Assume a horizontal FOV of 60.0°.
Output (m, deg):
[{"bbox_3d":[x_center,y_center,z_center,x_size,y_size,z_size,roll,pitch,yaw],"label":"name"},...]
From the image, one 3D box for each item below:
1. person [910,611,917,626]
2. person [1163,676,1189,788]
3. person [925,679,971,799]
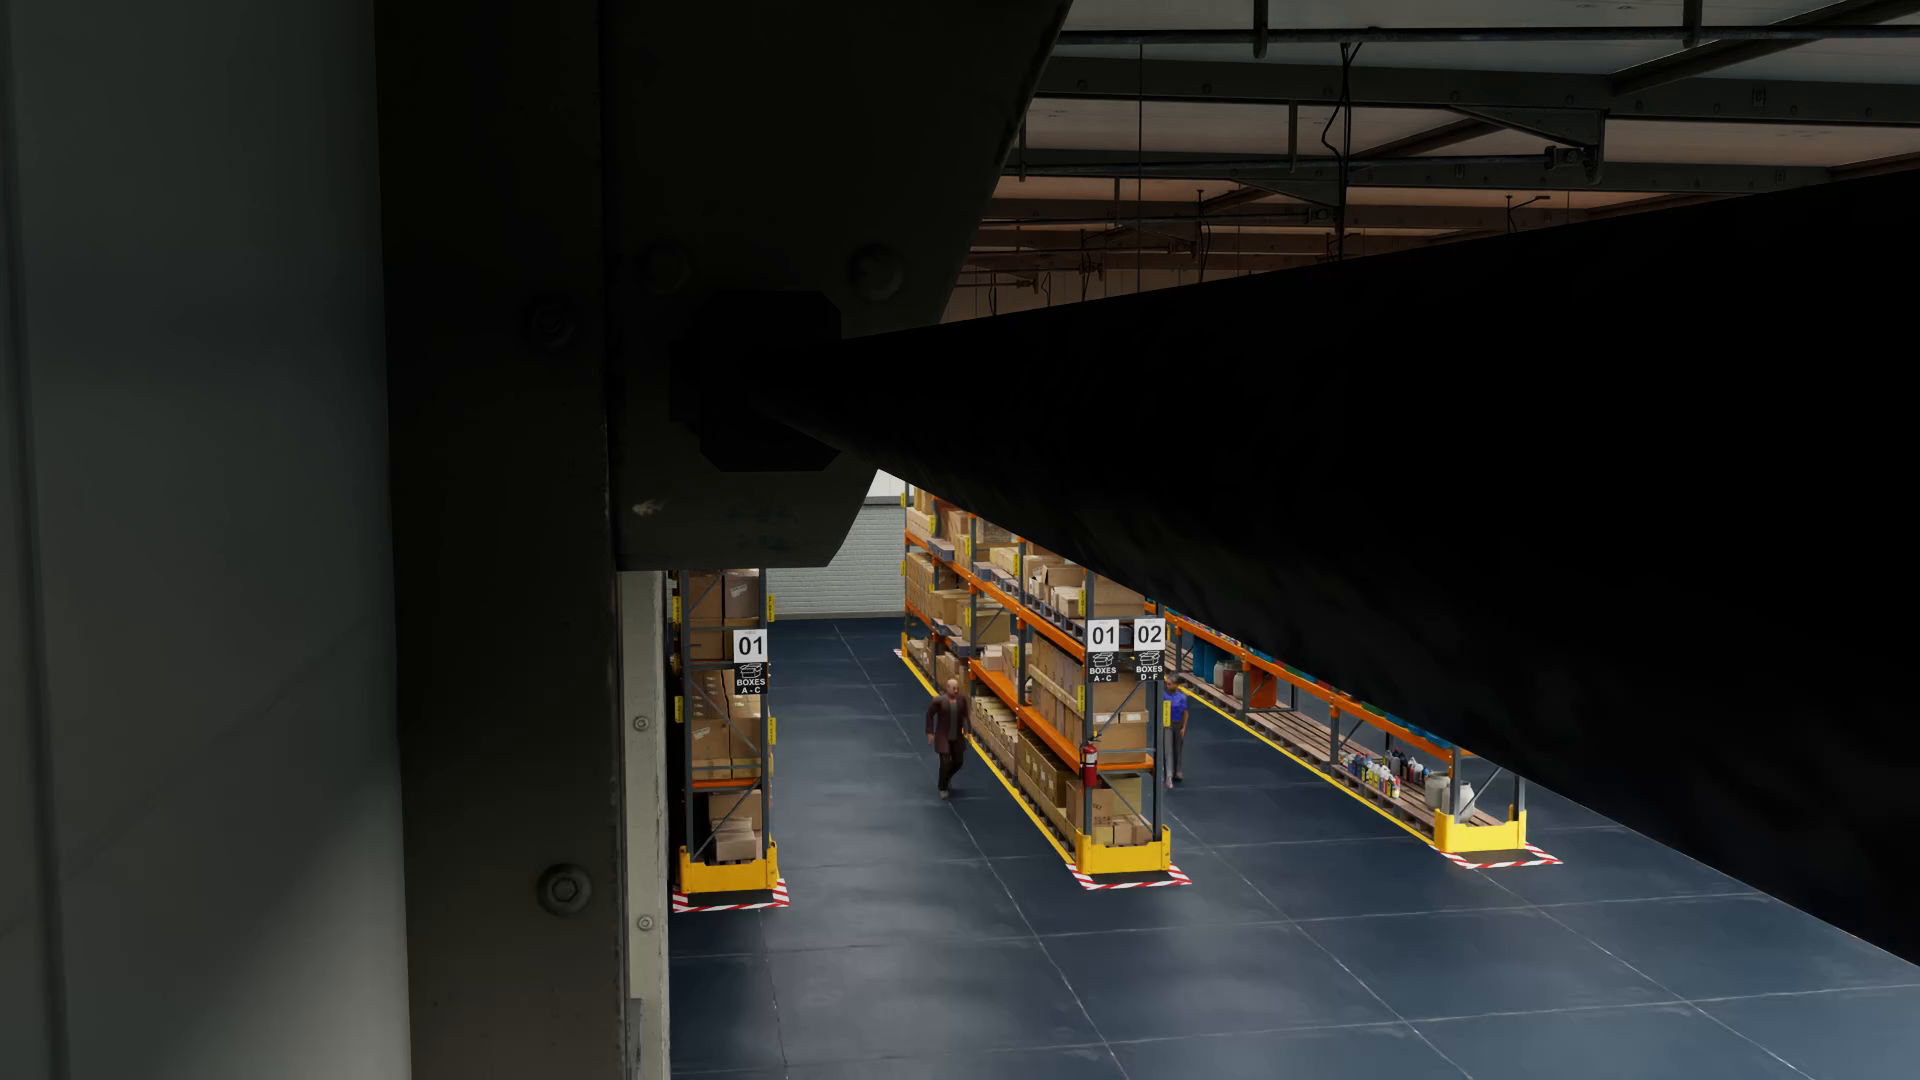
[{"bbox_3d":[-0.787,1.296,40.336,1.143,1.731,0.500,1,6,7],"label":"person"},{"bbox_3d":[3.239,2.889,25.293,0.467,1.611,0.879,1,6,10],"label":"person"},{"bbox_3d":[-0.213,2.940,24.686,0.638,1.702,0.715,-3,7,-28],"label":"person"}]
